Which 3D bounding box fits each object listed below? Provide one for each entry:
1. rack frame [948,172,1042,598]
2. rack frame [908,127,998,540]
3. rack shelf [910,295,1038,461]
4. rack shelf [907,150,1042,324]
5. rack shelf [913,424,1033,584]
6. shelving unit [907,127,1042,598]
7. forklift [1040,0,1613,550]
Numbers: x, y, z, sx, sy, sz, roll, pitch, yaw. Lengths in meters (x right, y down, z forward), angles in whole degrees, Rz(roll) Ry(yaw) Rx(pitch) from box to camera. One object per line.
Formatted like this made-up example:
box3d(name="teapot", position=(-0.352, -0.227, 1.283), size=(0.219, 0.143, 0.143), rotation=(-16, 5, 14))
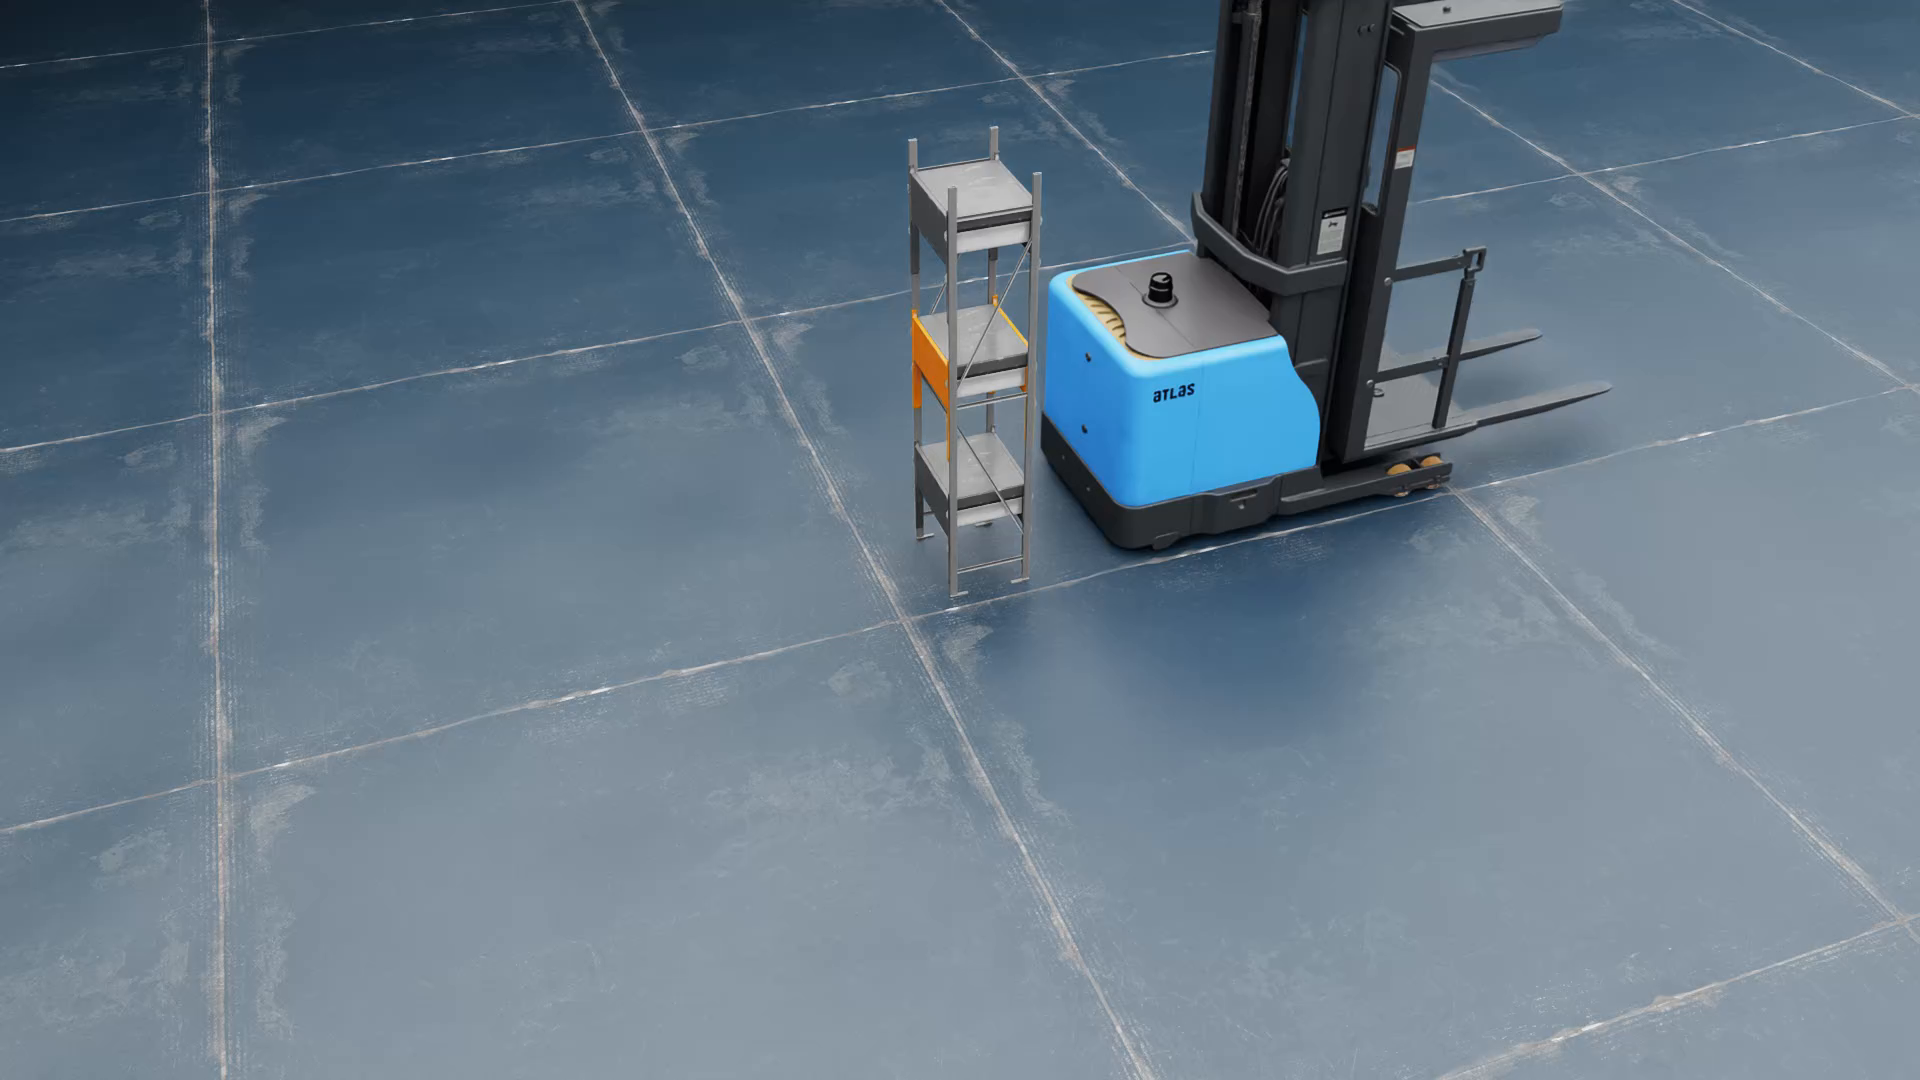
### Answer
box3d(name="rack frame", position=(0.141, -0.607, 7.311), size=(0.400, 2.100, 0.015), rotation=(-12, 39, -16))
box3d(name="rack frame", position=(-0.027, -0.883, 7.677), size=(0.400, 2.100, 0.015), rotation=(-12, 39, -16))
box3d(name="rack shelf", position=(0.057, -0.734, 7.502), size=(0.431, 0.518, 0.480), rotation=(-12, 39, -16))
box3d(name="rack shelf", position=(0.057, -1.293, 7.081), size=(0.431, 0.518, 0.480), rotation=(-12, 39, -16))
box3d(name="rack shelf", position=(0.057, -0.175, 7.923), size=(0.431, 0.518, 0.480), rotation=(-12, 39, -16))
box3d(name="shelving unit", position=(0.057, -0.745, 7.494), size=(0.431, 2.100, 0.503), rotation=(-12, 39, -16))
box3d(name="forklift", position=(1.995, -1.676, 8.038), size=(3.031, 2.935, 1.130), rotation=(-13, 39, -17))
